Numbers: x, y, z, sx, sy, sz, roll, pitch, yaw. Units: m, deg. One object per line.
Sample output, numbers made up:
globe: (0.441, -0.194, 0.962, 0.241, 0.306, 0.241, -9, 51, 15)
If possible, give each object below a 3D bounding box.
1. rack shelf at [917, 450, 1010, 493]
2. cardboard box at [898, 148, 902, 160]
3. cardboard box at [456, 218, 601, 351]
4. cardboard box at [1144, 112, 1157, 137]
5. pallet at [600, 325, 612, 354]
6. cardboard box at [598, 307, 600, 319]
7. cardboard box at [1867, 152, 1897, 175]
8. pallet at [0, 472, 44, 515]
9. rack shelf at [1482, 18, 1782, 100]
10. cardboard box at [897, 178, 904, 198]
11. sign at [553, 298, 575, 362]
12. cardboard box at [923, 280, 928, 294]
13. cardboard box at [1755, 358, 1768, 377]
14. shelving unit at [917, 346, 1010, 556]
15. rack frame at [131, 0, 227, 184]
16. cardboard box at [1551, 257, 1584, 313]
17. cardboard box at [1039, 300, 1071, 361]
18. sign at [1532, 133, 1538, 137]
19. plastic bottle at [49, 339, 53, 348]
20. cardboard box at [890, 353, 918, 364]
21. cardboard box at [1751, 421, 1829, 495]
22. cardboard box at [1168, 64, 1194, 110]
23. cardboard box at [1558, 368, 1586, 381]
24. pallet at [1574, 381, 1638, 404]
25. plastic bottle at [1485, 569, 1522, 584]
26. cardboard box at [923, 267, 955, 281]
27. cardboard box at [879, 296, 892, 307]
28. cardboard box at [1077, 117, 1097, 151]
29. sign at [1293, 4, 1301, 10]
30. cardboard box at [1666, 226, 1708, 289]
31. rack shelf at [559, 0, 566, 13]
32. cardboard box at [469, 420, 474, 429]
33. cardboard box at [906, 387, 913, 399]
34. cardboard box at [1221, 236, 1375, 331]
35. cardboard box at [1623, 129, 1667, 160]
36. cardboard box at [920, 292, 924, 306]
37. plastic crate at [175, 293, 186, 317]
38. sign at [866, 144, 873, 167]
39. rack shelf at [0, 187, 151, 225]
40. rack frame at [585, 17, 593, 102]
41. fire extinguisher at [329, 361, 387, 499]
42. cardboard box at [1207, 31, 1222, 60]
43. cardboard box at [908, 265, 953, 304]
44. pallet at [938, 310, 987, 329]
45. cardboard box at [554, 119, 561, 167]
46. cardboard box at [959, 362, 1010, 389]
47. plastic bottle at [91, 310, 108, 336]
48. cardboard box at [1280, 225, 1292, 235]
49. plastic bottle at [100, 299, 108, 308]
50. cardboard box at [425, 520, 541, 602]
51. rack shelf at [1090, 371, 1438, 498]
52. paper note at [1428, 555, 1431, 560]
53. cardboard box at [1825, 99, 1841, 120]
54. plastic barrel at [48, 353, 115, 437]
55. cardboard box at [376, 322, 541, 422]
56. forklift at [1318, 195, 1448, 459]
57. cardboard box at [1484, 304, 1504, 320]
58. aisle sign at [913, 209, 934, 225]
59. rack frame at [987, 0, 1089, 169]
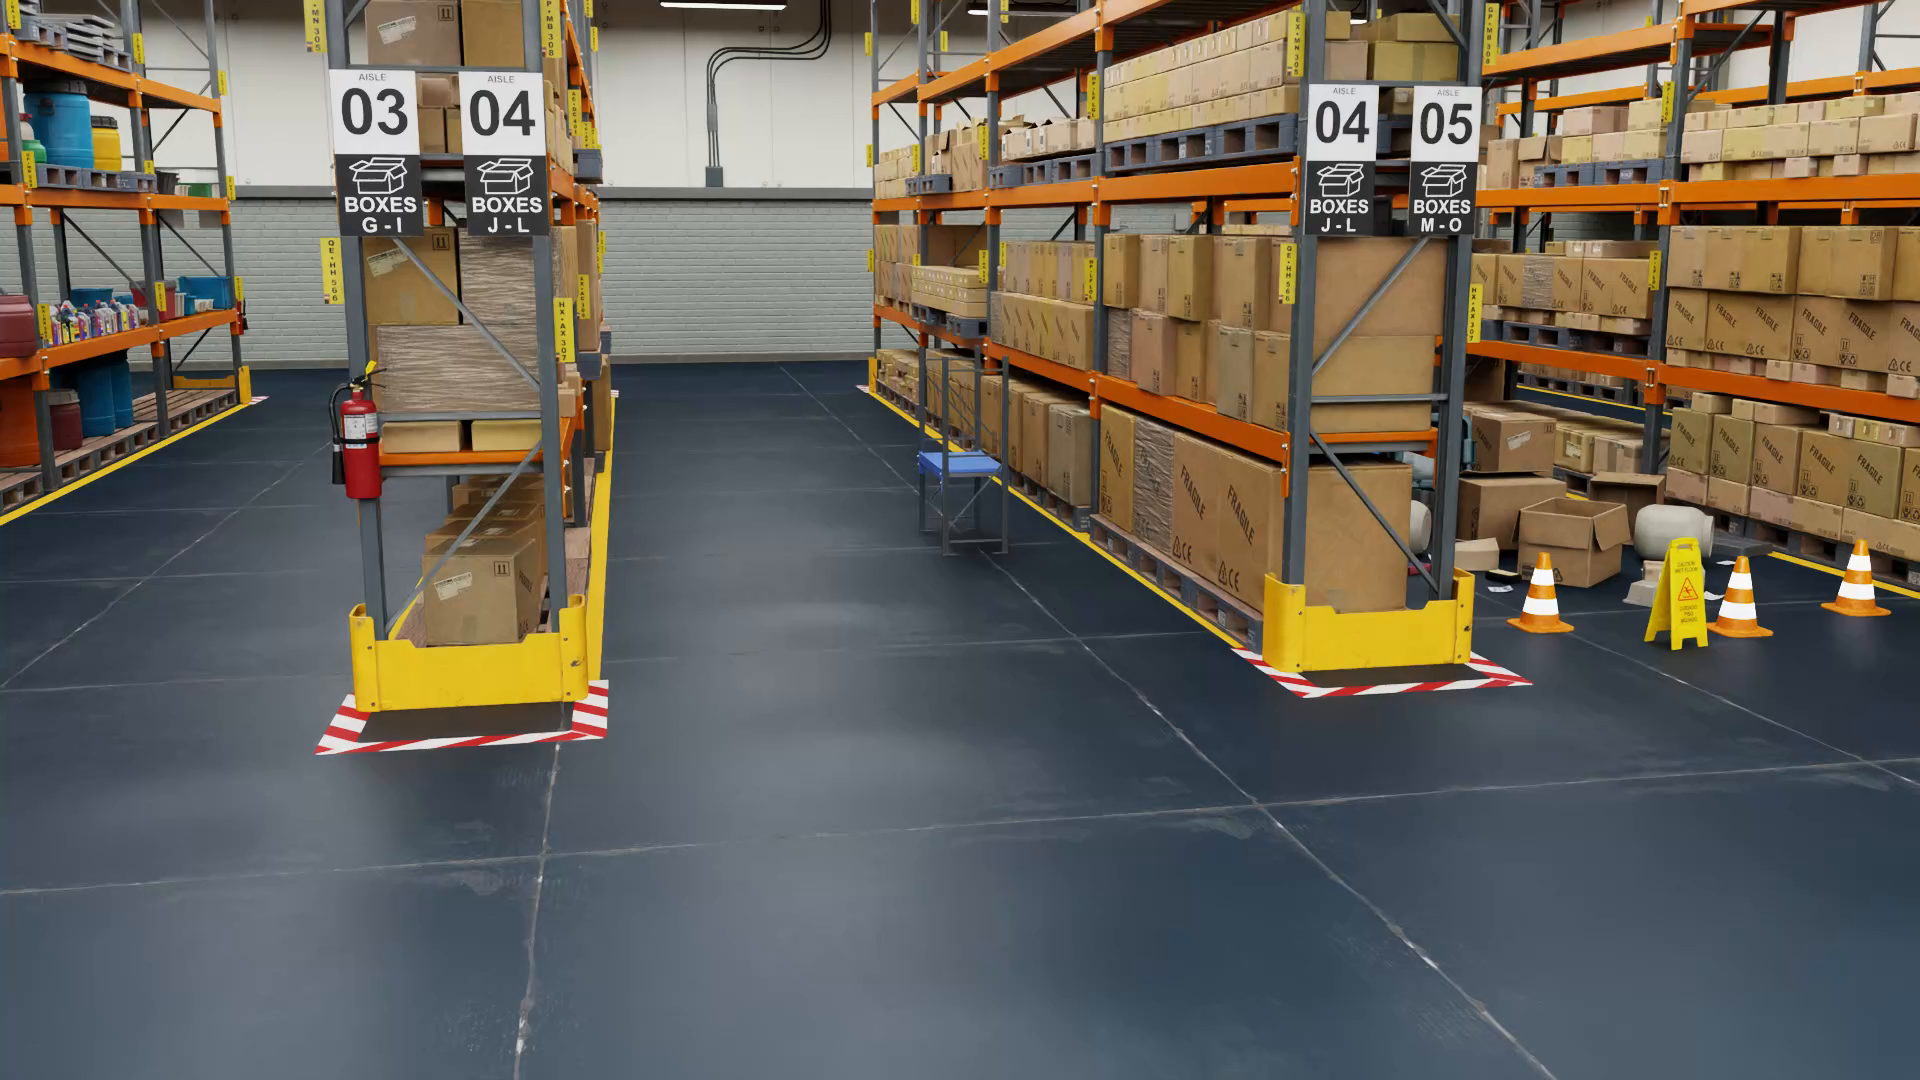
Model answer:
rack shelf: (0.017, -0.544, 13.008, 0.538, 0.185, 1.000, -2, 11, -11)
cardboard box: (-0.610, -5.113, 22.012, 0.380, 0.149, 0.250, -2, 11, -11)
cardboard box: (-3.350, -2.011, 13.010, 1.000, 1.000, 1.000, -2, 11, -11)
cardboard box: (1.489, -2.860, 11.462, 0.380, 0.149, 0.250, -2, 11, -12)
pallet: (-3.868, -1.871, 15.519, 1.213, 0.211, 1.003, -2, 11, -11)
cardboard box: (-4.671, -2.817, 20.647, 0.380, 0.149, 0.250, -2, 11, -13)
cardboard box: (6.600, -2.627, 11.625, 0.380, 0.149, 0.250, -2, 11, -13)
pallet: (-8.857, -0.399, 14.728, 1.003, 0.211, 1.213, -2, 11, -11)
rack shelf: (5.999, -4.483, 15.677, 1.077, 0.370, 4.000, -2, 11, -11)
cardboard box: (-0.549, -4.653, 22.000, 0.500, 0.250, 0.500, -2, 11, -12)
sign: (-2.023, -1.070, 8.481, 0.100, 0.325, 0.005, -2, 11, -11)
cardboard box: (-0.225, -2.985, 19.612, 0.380, 0.149, 0.250, -3, 11, -13)
cardboard box: (6.412, -1.340, 12.885, 0.380, 0.149, 0.250, -2, 11, -11)
shelving unit: (0.017, -0.721, 12.974, 0.538, 1.500, 1.048, -2, 11, -11)
rack frame: (-10.525, -6.327, 22.369, 1.000, 3.000, 0.127, -2, 11, -11)
cardboard box: (5.881, -2.383, 15.507, 0.500, 0.500, 0.500, -2, 11, -9)
cardboard box: (0.992, -1.841, 14.579, 0.500, 0.500, 0.500, -2, 11, -10)
sign: (6.142, -4.200, 17.834, 0.100, 0.325, 0.005, -2, 11, -11)
plastic bottle: (-8.751, -1.946, 15.929, 0.097, 0.201, 0.097, 0, 11, 0)
cardboard box: (-0.789, -2.572, 23.595, 0.380, 0.149, 0.250, -3, 11, -14)
cardboard box: (6.452, -0.632, 12.720, 0.500, 0.500, 0.500, -2, 11, -8)
cardboard box: (1.670, -2.944, 10.836, 0.500, 0.250, 0.500, -2, 11, -10)
cardboard box: (9.278, -2.615, 24.477, 0.700, 0.500, 0.500, -3, 11, -13)
pallet: (9.567, -2.124, 23.790, 1.003, 0.211, 1.213, -2, 11, -11)
plastic bottle: (3.799, 0.252, 11.707, 0.133, 0.061, 0.283, -6, 13, -31)
cardboard box: (-0.225, -3.130, 19.577, 0.380, 0.149, 0.250, -2, 11, -12)
cardboard box: (-0.951, -3.430, 23.868, 0.380, 0.149, 0.250, -2, 11, -13)
cardboard box: (1.258, -3.300, 13.498, 0.500, 0.250, 0.500, -2, 11, -10)
sign: (4.283, -6.654, 21.170, 0.100, 0.325, 0.005, -2, 11, -11)
cardboard box: (6.261, -2.317, 13.610, 0.700, 0.500, 0.500, -2, 11, -12)
rack shelf: (-2.944, -3.584, 9.892, 1.077, 0.370, 4.000, -2, 11, -11)
cardboard box: (-3.002, -0.730, 9.682, 0.380, 0.149, 0.250, -2, 11, -11)
cardboard box: (-0.498, -1.950, 21.921, 0.380, 0.149, 0.250, -2, 11, -13)
cardboard box: (2.098, -1.558, 10.071, 0.875, 0.550, 0.550, -2, 11, -11)
cardboard box: (6.132, -3.427, 14.436, 0.500, 0.250, 0.500, -2, 11, -12)
cardboard box: (-0.274, -2.885, 19.881, 0.380, 0.149, 0.250, -2, 11, -11)
plastic crate: (-9.864, -2.904, 20.587, 0.437, 0.282, 0.530, -2, 11, -11)
sign: (-1.314, -5.605, 24.260, 0.100, 0.325, 0.005, -2, 11, -11)
rack shelf: (-9.358, -3.399, 16.935, 1.077, 0.370, 4.000, -2, 11, -11)
rack frame: (-5.667, -6.507, 23.315, 1.000, 3.000, 0.127, -2, 11, -11)
fire extinguisher: (-2.985, -0.549, 8.267, 0.296, 0.674, 0.183, -2, 11, -11)
cardboard box: (1.735, -3.020, 10.166, 0.380, 0.149, 0.250, -2, 11, -11)
cardboard box: (-0.375, -3.262, 21.247, 0.500, 0.500, 0.500, -2, 11, -11)
pallet: (0.349, -2.522, 18.935, 1.003, 0.211, 1.213, -2, 11, -11)
cardboard box: (-2.594, -2.308, 9.680, 0.500, 0.250, 0.500, -2, 11, -11)
cardboard box: (0.275, -1.809, 18.235, 0.500, 0.250, 0.500, -2, 11, -10)
plastic bottle: (-9.113, -2.298, 17.578, 0.152, 0.276, 0.135, -2, 11, -11)
cardboard box: (4.460, -4.090, 21.988, 0.380, 0.149, 0.250, -2, 11, -12)
plastic bottle: (-9.389, -2.460, 18.229, 0.144, 0.351, 0.185, -2, 11, -11)
cardboard box: (-2.810, 0.173, 9.827, 0.500, 0.500, 0.500, 1, 11, 4)
rack shelf: (1.941, -0.800, 11.303, 1.077, 0.370, 4.000, -2, 11, -11)
paper note: (3.611, 0.124, 12.483, 0.172, 0.023, 0.155, 2, 11, 9)
cardboard box: (6.512, -3.109, 12.027, 0.380, 0.149, 0.250, -2, 11, -10)
plastic barrel: (-9.521, -1.591, 18.023, 0.600, 0.901, 0.708, -2, 11, -11)
cardboard box: (-2.635, -0.922, 8.957, 0.875, 0.500, 0.500, -2, 11, -11)
forklift: (4.089, -1.994, 15.834, 3.031, 2.935, 1.130, -5, 12, -23)
cardboard box: (5.554, -2.313, 16.876, 0.380, 0.149, 0.250, -2, 11, -11)
aisle sign: (-0.502, -5.023, 24.611, 0.394, 0.787, 0.004, -2, 11, -11)
rack frame: (0.774, -5.201, 16.457, 1.000, 3.000, 0.127, -2, 11, -11)
